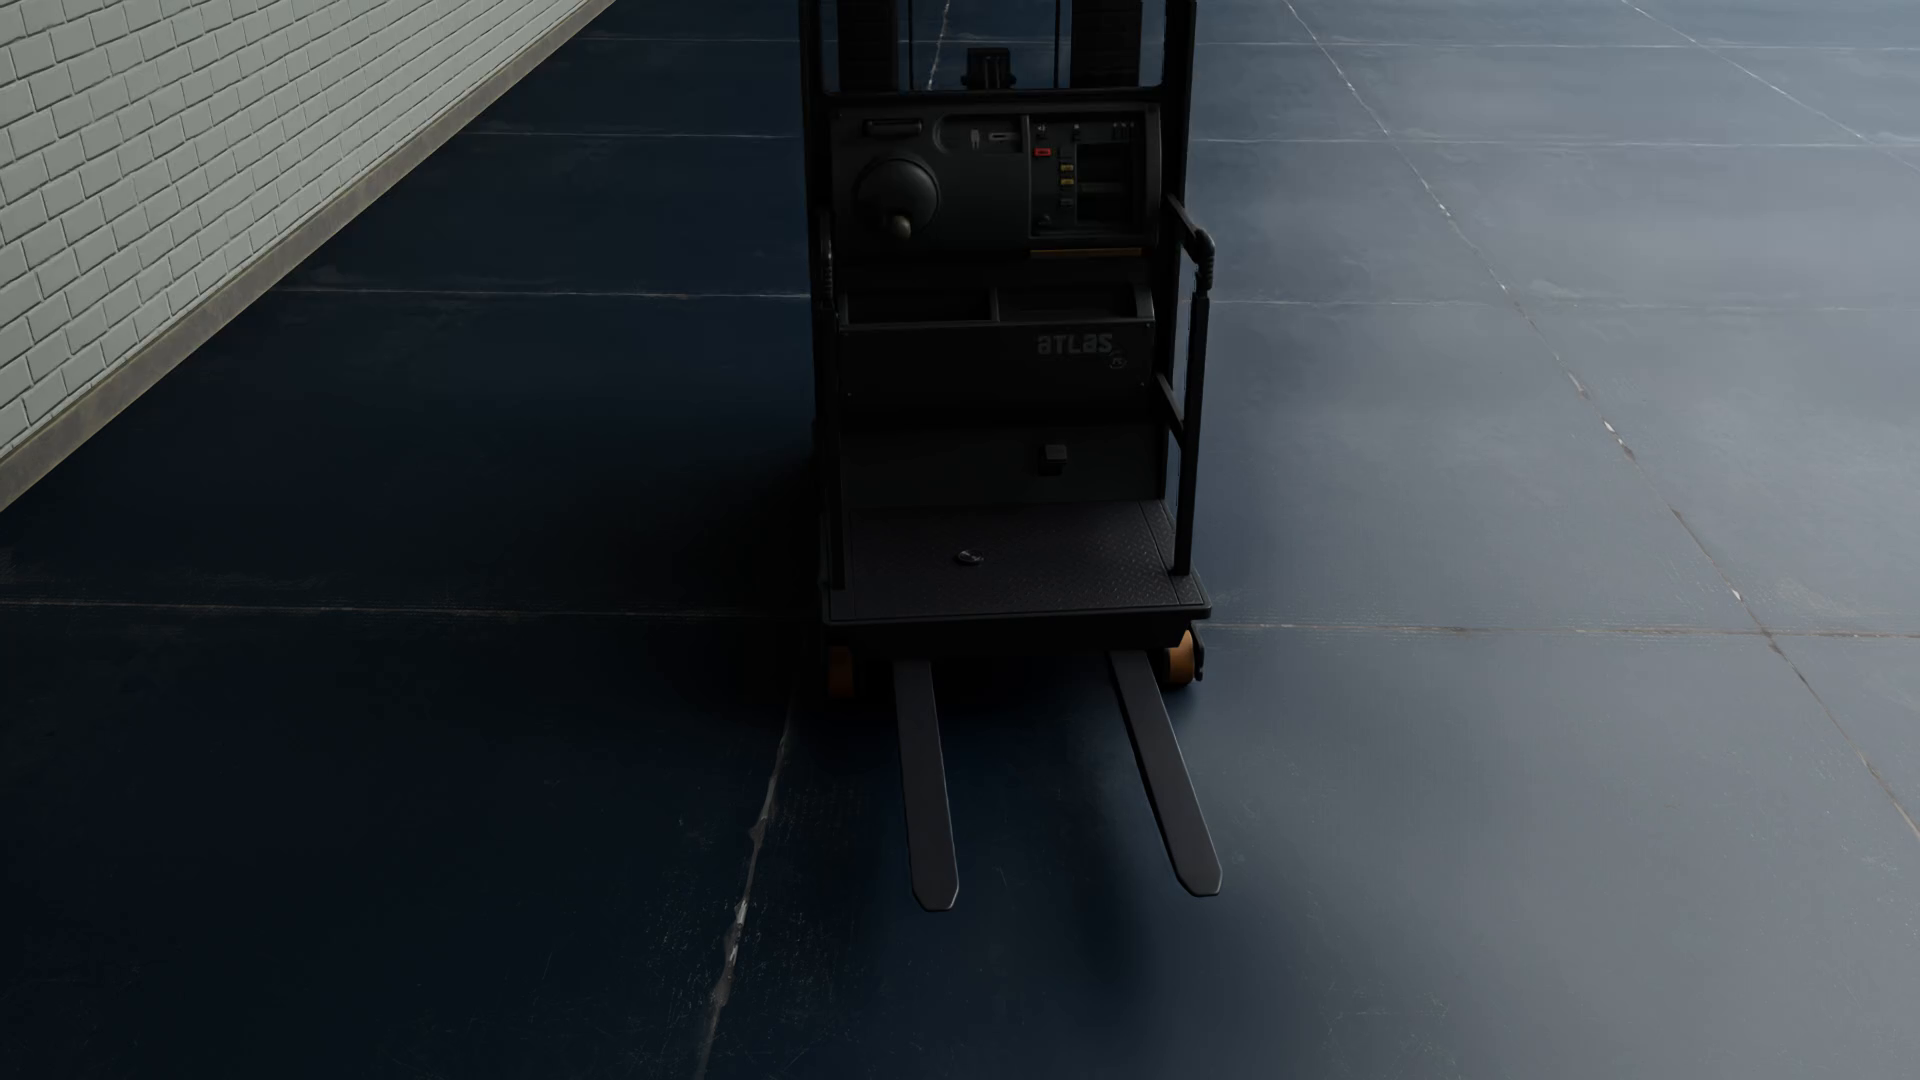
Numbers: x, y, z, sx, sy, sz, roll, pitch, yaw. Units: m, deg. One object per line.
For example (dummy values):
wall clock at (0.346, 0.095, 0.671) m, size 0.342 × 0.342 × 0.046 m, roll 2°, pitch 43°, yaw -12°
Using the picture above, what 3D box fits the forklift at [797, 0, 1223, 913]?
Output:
forklift at (0.124, -0.990, 4.489) m, size 1.130 × 2.935 × 3.031 m, roll -2°, pitch 28°, yaw -4°
